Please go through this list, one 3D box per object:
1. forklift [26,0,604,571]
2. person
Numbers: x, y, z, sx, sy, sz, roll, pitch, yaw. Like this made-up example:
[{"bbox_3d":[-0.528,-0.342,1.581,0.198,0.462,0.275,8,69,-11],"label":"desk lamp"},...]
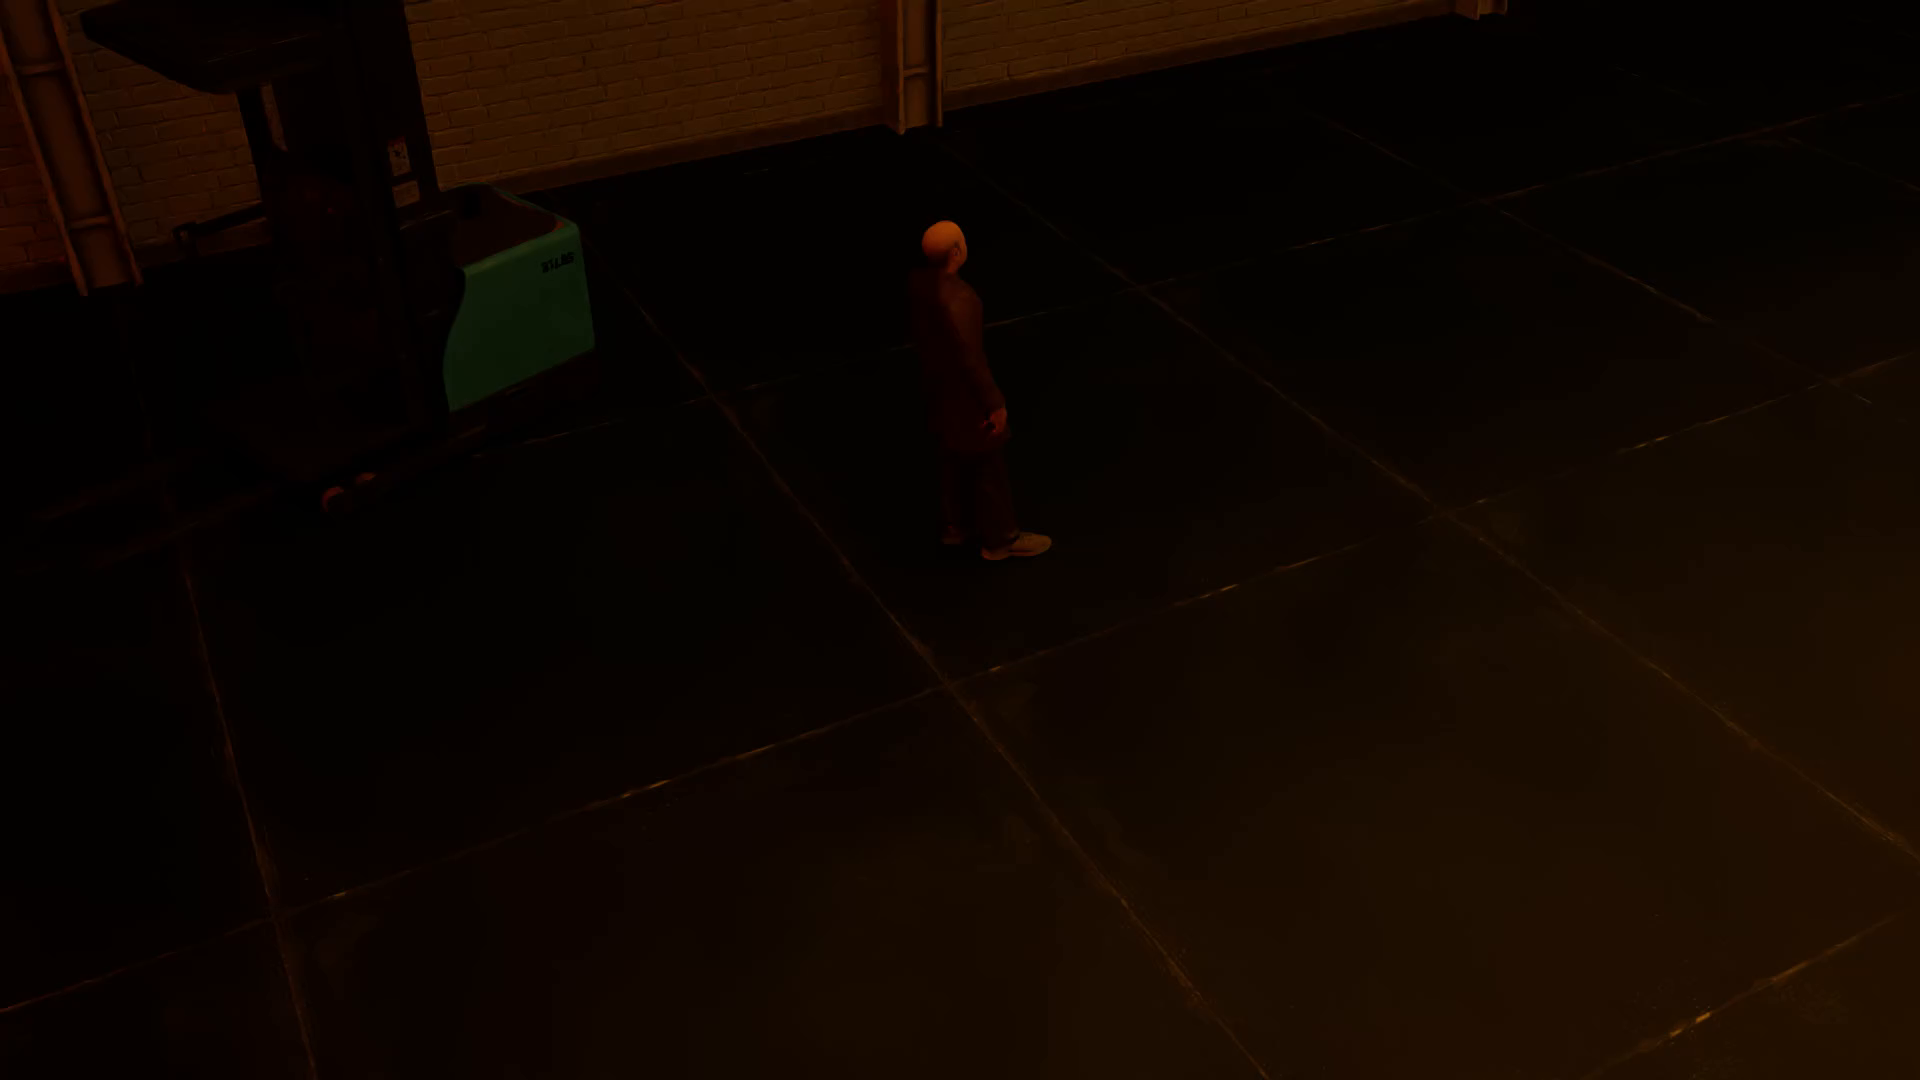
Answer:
[{"bbox_3d":[-3.478,-1.643,8.448,1.130,2.935,3.031,27,44,33],"label":"forklift"},{"bbox_3d":[0.083,-0.754,8.177,0.580,1.776,0.694,-17,39,-23],"label":"person"}]
